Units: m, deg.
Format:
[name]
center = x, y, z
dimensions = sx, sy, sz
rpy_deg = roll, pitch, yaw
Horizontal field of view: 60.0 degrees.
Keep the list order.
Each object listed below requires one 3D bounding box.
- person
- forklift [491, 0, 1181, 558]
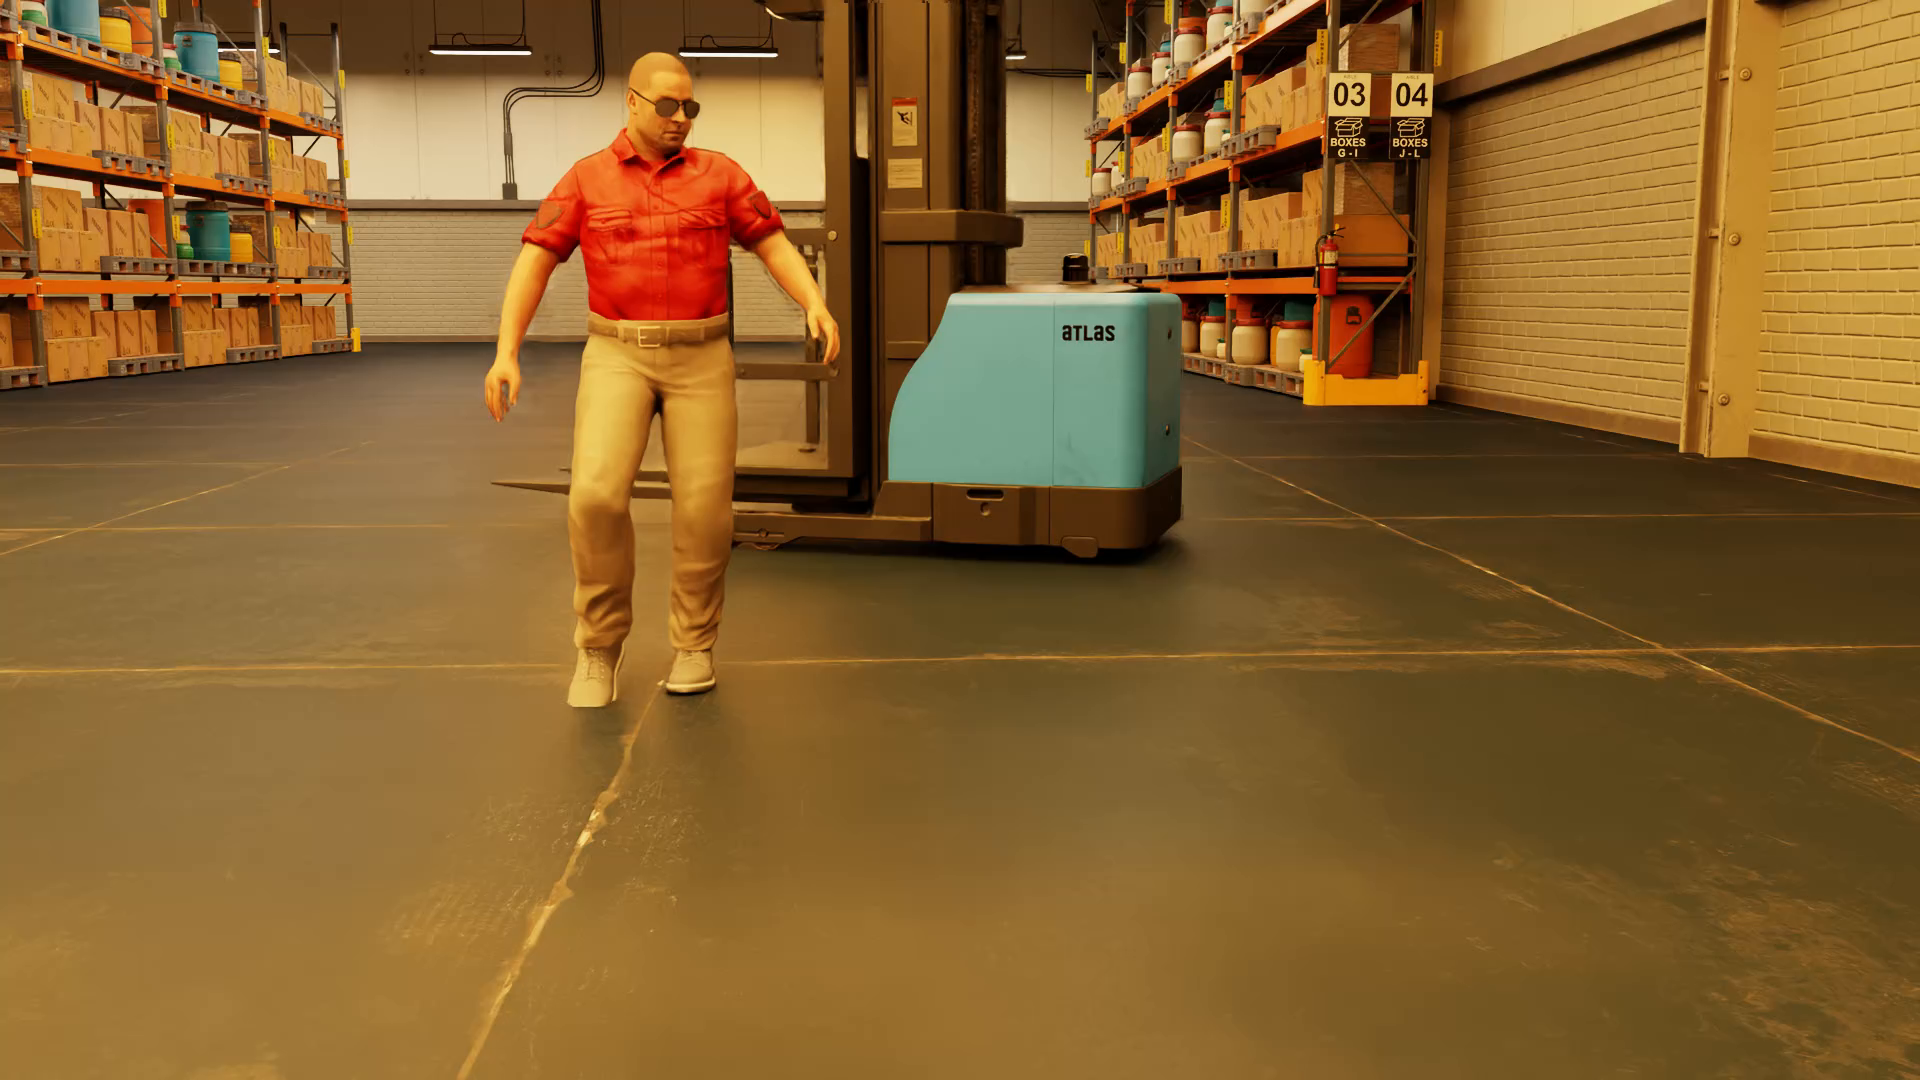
[person]
center = -0.792, -0.409, 4.465
dimensions = 0.923, 1.761, 0.464
rpy_deg = -1, 9, -8
[forklift]
center = -0.586, -1.475, 7.263
dimensions = 3.031, 2.935, 1.130
rpy_deg = 2, 9, 16
